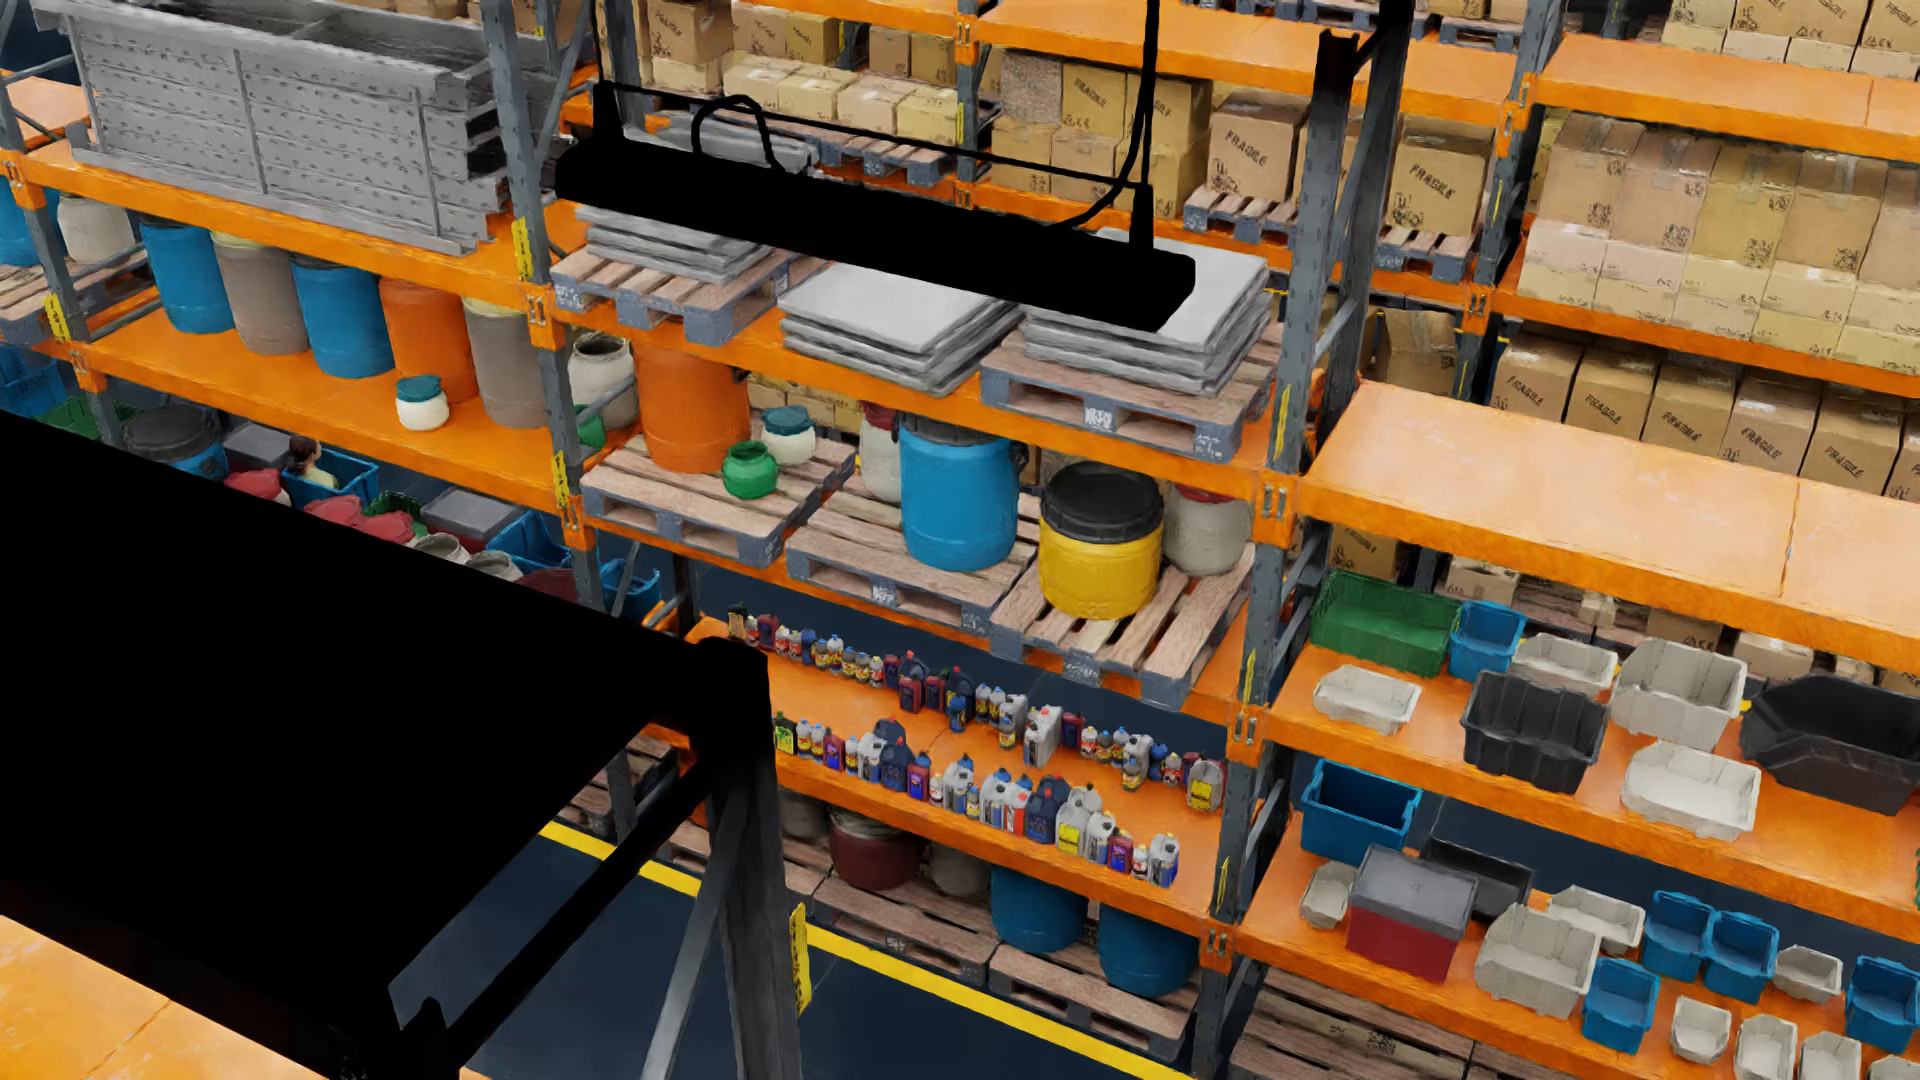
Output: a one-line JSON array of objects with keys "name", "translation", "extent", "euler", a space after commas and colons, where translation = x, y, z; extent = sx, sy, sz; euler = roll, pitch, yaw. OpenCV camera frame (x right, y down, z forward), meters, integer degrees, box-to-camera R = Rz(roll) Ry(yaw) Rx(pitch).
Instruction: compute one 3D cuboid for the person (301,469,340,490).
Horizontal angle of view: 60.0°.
[{"name": "person", "translation": [-4.654, 0.056, 12.131], "extent": [0.477, 1.358, 0.460], "euler": [10, 36, 14]}]
